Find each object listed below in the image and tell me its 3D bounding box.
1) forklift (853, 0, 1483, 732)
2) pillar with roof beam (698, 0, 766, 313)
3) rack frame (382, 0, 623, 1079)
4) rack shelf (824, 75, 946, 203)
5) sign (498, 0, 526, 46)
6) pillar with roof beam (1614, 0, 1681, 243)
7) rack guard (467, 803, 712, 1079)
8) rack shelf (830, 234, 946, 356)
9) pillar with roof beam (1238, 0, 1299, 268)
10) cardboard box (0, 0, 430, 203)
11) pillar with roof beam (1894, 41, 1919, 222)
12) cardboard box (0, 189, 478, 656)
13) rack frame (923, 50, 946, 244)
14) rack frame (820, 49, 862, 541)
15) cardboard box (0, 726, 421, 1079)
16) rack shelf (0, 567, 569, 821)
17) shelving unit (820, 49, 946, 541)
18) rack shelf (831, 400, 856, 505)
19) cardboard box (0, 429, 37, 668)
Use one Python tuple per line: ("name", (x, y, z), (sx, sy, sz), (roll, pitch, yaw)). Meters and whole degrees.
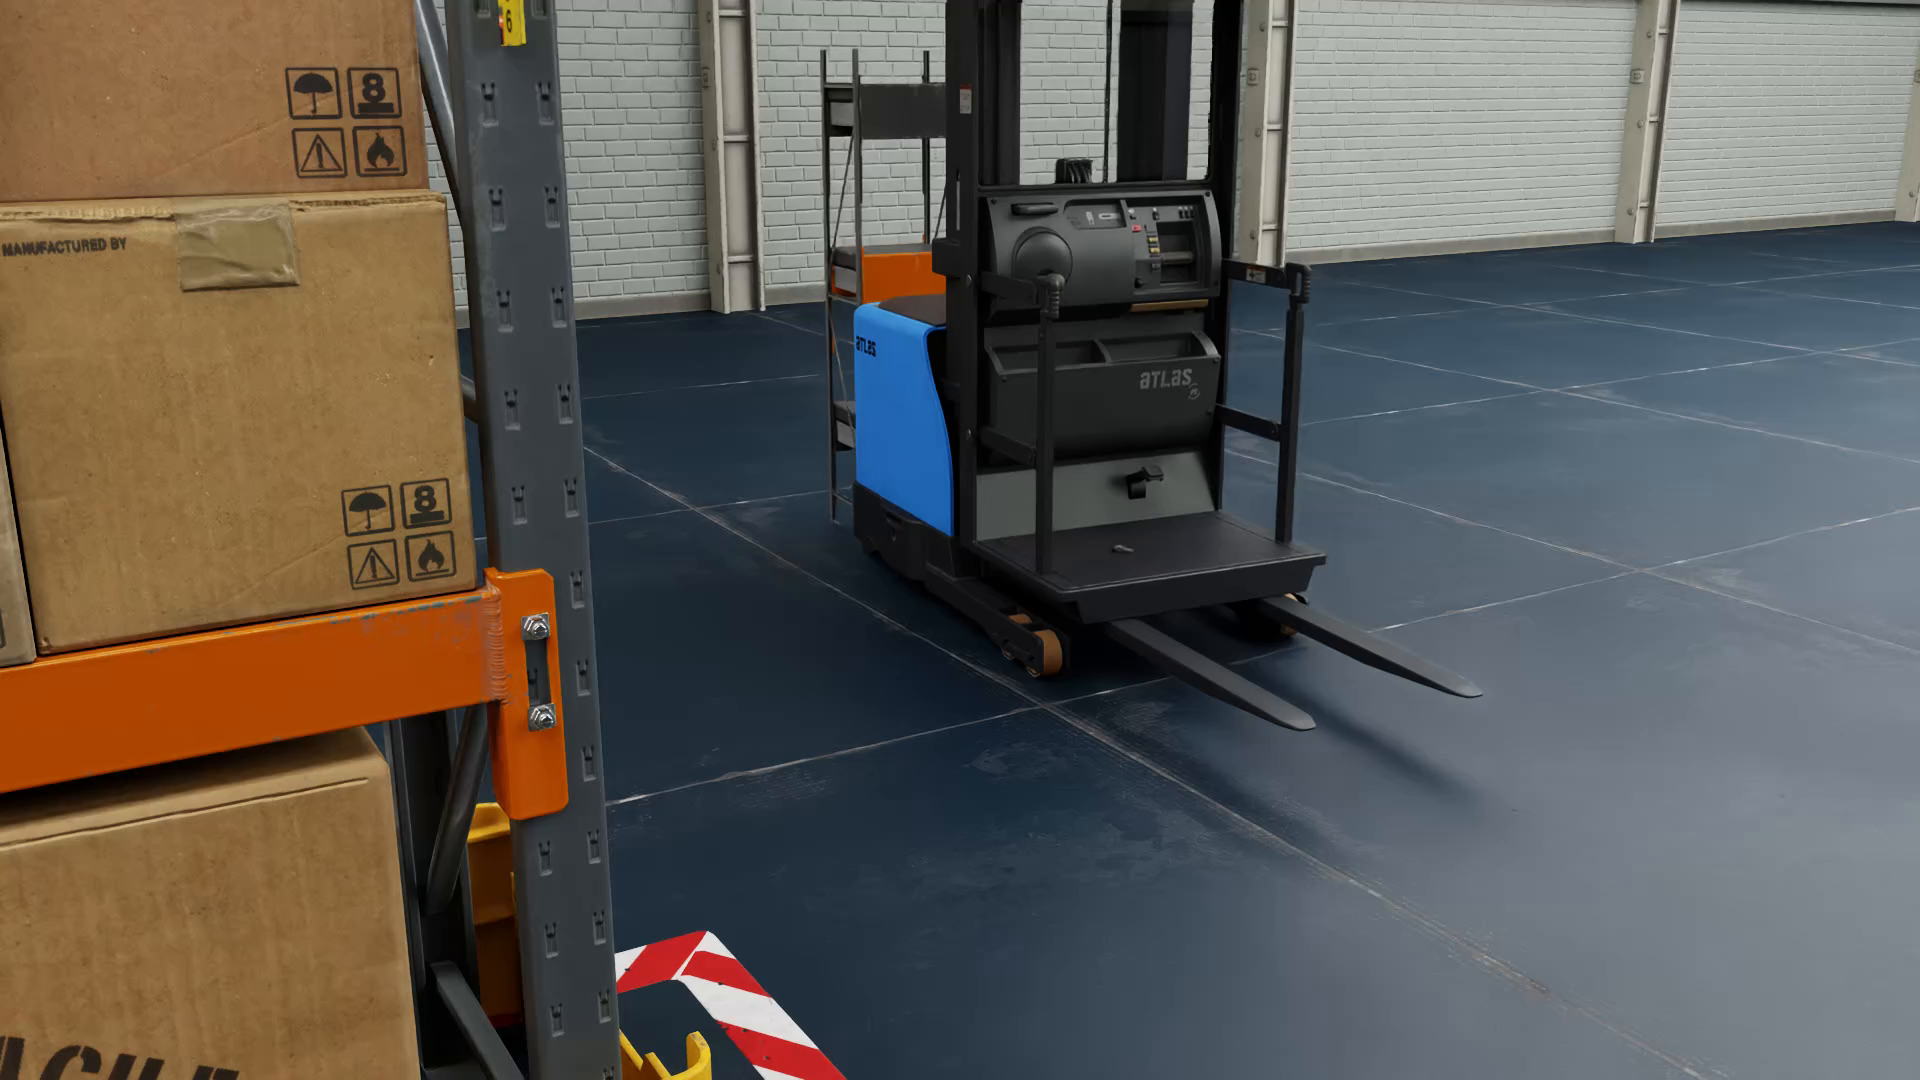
("forklift", (0.618, -1.071, 5.799), (1.130, 2.935, 3.031), (-7, 17, -24))
("pillar with roof beam", (0.263, -5.363, 9.870), (0.400, 9.000, 9.100), (-9, 18, -30))
("rack frame", (-0.841, -0.246, 2.729), (0.127, 3.000, 1.000), (-9, 18, -30))
("rack shelf", (-0.289, -1.739, 7.182), (0.480, 0.518, 0.431), (-7, 17, -25))
("sign", (-0.573, -0.790, 2.086), (0.005, 0.325, 0.100), (-9, 18, -30))
("pillar with roof beam", (10.549, -7.031, 15.821), (0.400, 9.000, 9.100), (-9, 18, -30))
("rack guard", (-0.820, 0.955, 3.078), (0.348, 0.500, 1.175), (-9, 18, -30))
("rack shelf", (-0.289, -1.065, 7.371), (0.480, 0.518, 0.431), (-7, 17, -25))
("pillar with roof beam", (5.406, -6.197, 12.846), (0.400, 9.000, 9.100), (-9, 18, -30))
("cardboard box", (-1.179, -0.795, 2.411), (0.550, 0.550, 0.875), (-9, 18, -30))
("pillar with roof beam", (15.693, -7.865, 18.796), (0.400, 9.000, 9.100), (-9, 18, -30))
("cardboard box", (-1.135, -0.256, 2.487), (0.550, 0.550, 0.875), (-9, 18, -30))
("rack frame", (-0.069, -1.107, 7.470), (0.015, 2.100, 0.400), (-7, 17, -25))
("rack frame", (-0.508, -1.050, 7.265), (0.015, 2.100, 0.400), (-7, 17, -25))
("cardboard box", (-1.388, 0.685, 2.568), (0.875, 0.875, 0.875), (-9, 18, -29))
("rack shelf", (-2.555, 0.379, 1.834), (4.000, 0.370, 1.077), (-9, 18, -30))
("shelving unit", (-0.289, -1.079, 7.367), (0.503, 2.100, 0.431), (-7, 17, -25))
("rack shelf", (-0.289, -0.391, 7.560), (0.480, 0.518, 0.431), (-7, 17, -25))
("cardboard box", (-1.596, -0.174, 2.196), (0.550, 0.550, 0.875), (-9, 18, -30))
